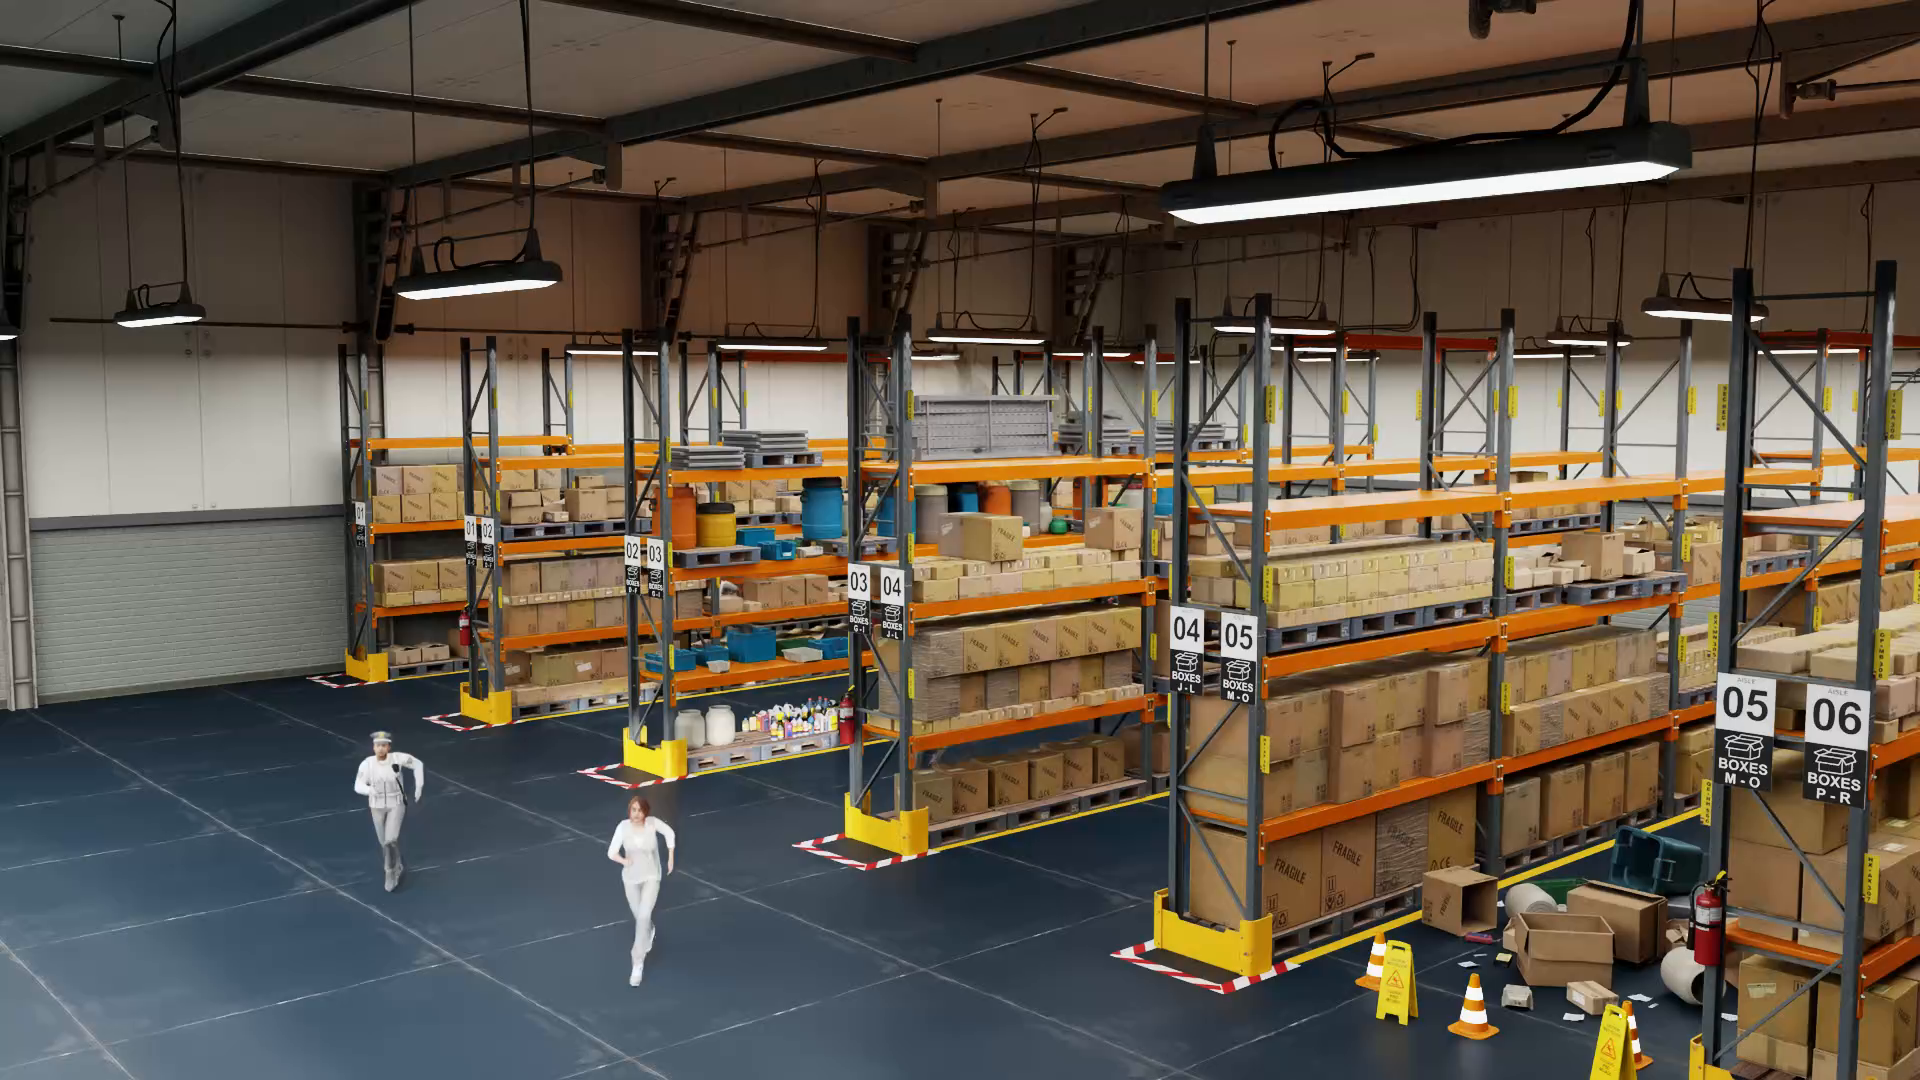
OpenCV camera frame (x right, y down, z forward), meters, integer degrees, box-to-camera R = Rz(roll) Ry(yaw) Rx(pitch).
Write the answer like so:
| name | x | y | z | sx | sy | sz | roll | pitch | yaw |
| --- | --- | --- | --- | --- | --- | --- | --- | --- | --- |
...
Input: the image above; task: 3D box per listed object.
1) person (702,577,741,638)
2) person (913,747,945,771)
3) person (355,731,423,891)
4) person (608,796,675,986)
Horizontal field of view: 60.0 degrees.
| name | x | y | z | sx | sy | sz | roll | pitch | yaw |
| --- | --- | --- | --- | --- | --- | --- | --- | --- | --- |
| person | -4.553 | 1.425 | 31.858 | 0.693 | 1.828 | 0.922 | 5 | 7 | 44 |
| person | -0.456 | 2.343 | 22.013 | 0.712 | 1.745 | 0.870 | 5 | 7 | 43 |
| person | -5.919 | 2.780 | 17.251 | 0.641 | 1.678 | 0.788 | -1 | 5 | -9 |
| person | -2.835 | 3.046 | 14.830 | 0.562 | 1.620 | 0.878 | 0 | 5 | -3 |
